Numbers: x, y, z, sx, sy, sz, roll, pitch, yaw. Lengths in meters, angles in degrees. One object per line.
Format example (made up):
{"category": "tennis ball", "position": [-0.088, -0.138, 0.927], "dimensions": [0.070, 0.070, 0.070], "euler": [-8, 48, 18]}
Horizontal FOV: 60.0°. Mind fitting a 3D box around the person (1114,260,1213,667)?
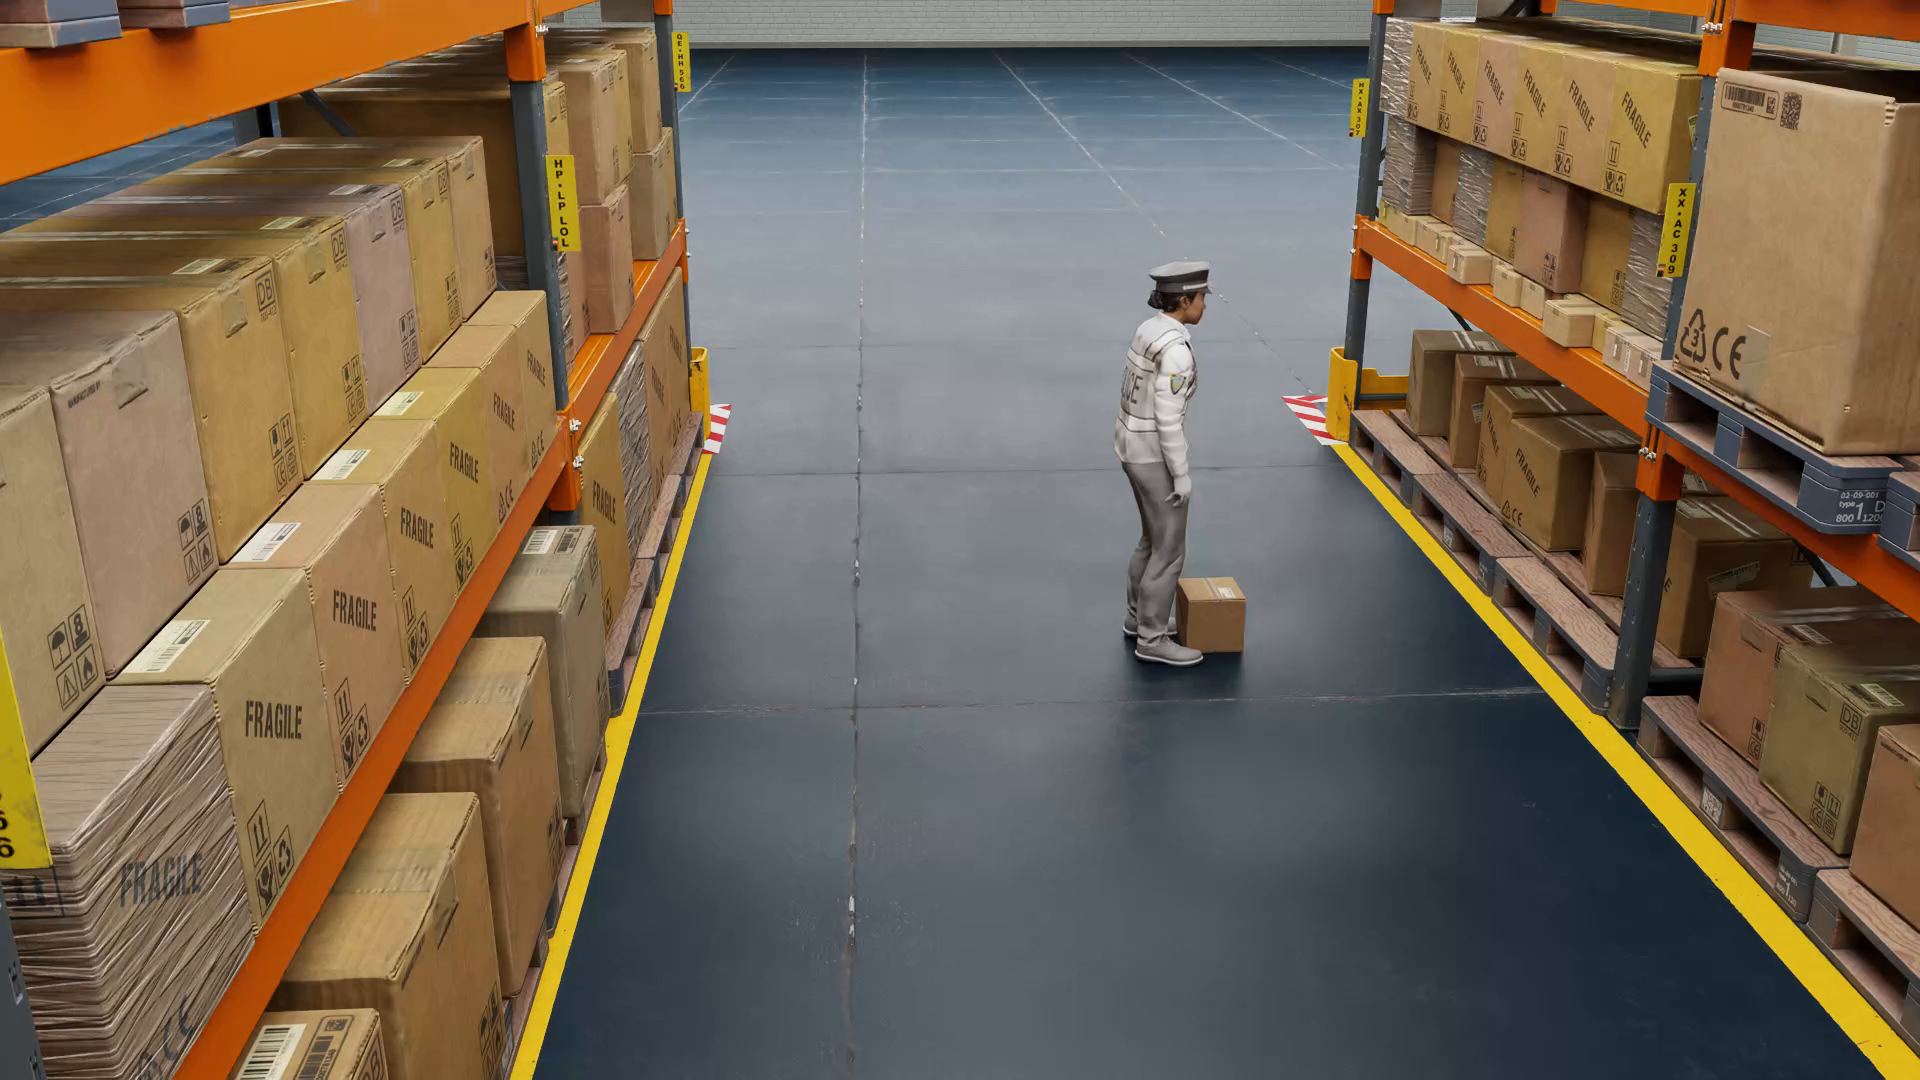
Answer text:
{"category": "person", "position": [0.842, -0.331, 6.957], "dimensions": [0.376, 1.663, 0.544], "euler": [-2, 21, -6]}
